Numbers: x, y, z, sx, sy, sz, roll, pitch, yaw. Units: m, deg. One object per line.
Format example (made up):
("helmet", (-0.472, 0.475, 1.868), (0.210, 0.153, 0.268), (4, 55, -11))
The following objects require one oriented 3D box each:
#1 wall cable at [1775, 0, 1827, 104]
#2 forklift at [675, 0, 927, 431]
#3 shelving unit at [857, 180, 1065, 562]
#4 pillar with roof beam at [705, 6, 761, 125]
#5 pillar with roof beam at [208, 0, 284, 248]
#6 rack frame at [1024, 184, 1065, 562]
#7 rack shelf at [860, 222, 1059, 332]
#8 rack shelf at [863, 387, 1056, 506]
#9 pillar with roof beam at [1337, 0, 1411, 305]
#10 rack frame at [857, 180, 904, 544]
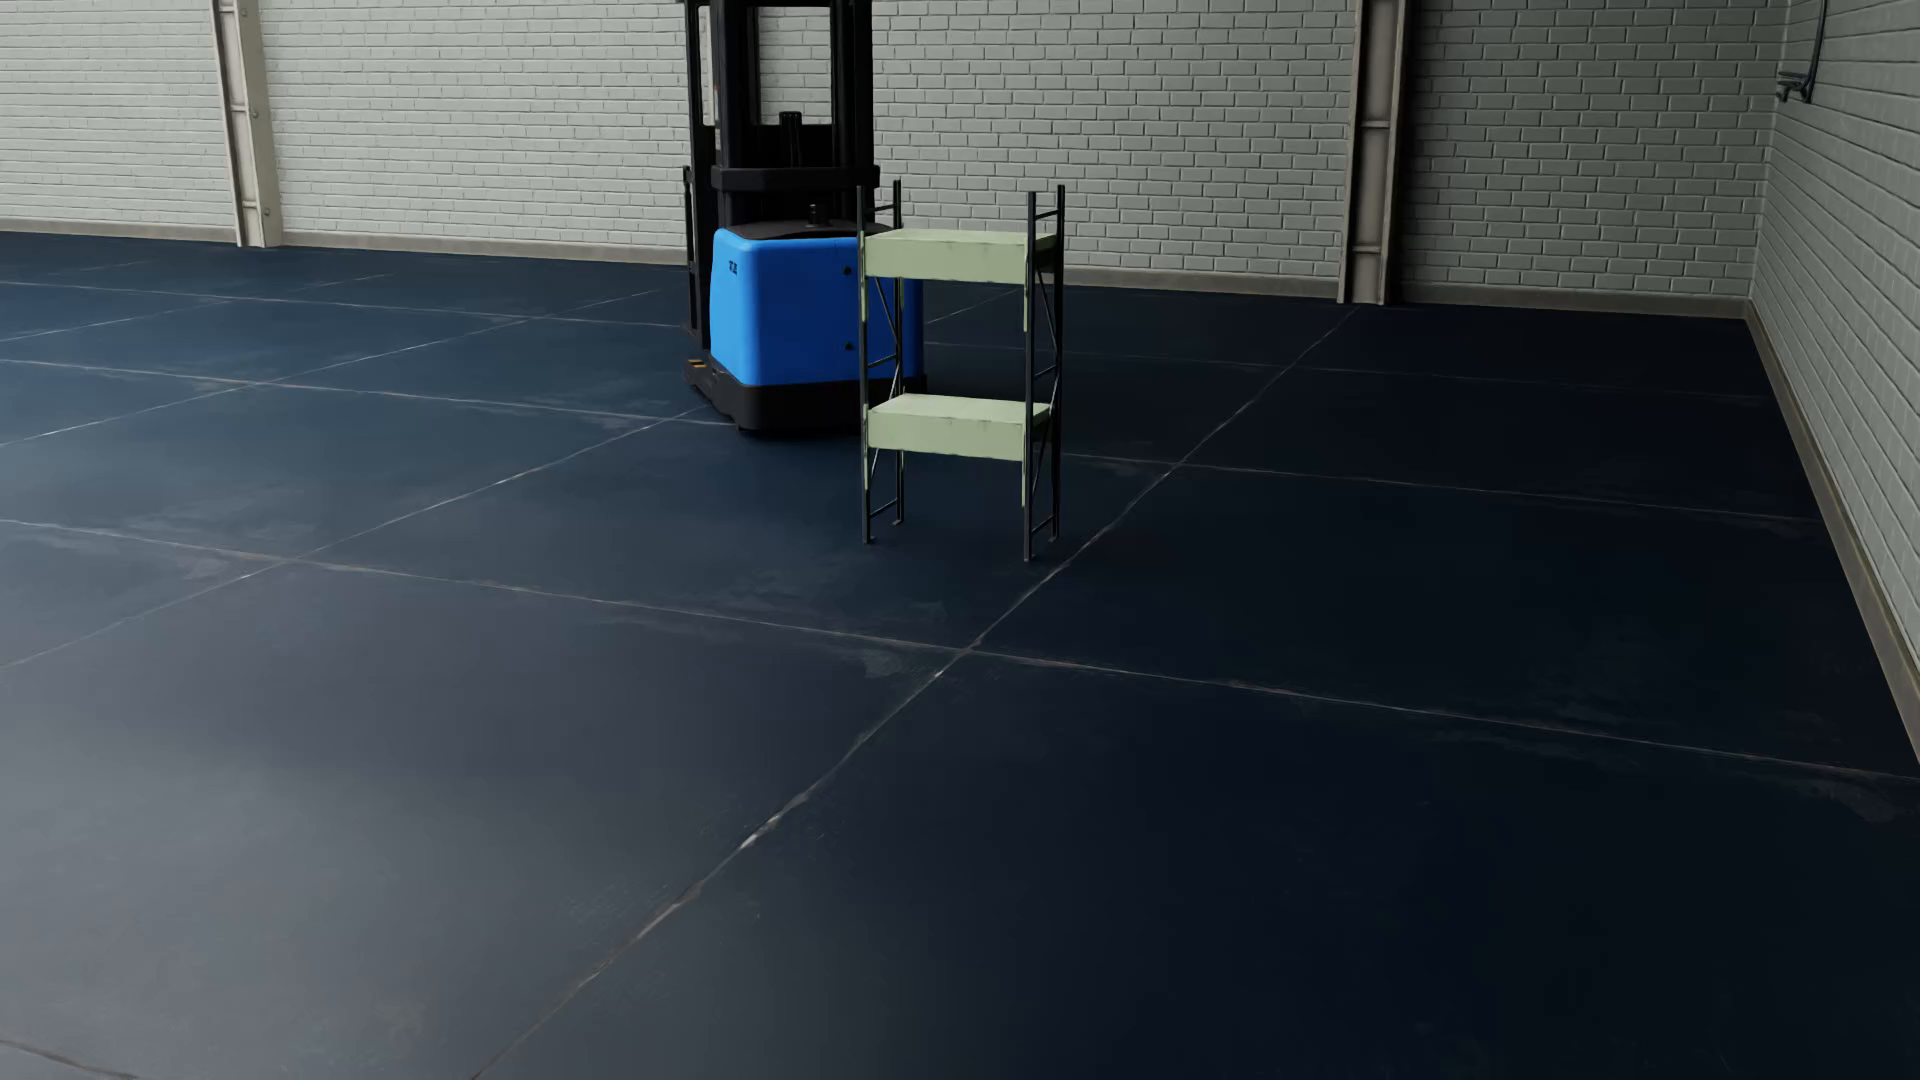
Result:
("wall cable", (5.692, -4.215, 11.121), (0.112, 2.526, 3.097), (6, 17, 21))
("forklift", (-1.126, -2.370, 10.080), (1.130, 2.935, 3.031), (-5, 17, -17))
("shelving unit", (0.006, -0.720, 6.962), (0.755, 1.500, 0.431), (6, 17, 21))
("pillar with roof beam", (-3.724, -5.848, 11.176), (0.400, 9.000, 9.100), (6, 17, 21))
("pillar with roof beam", (-9.306, -6.461, 13.290), (0.400, 9.000, 9.100), (6, 17, 21))
("rack frame", (0.347, -0.682, 6.833), (0.023, 1.500, 0.400), (6, 17, 21))
("rack shelf", (0.006, -1.094, 6.853), (0.720, 0.370, 0.431), (6, 17, 21))
("rack shelf", (0.006, -0.406, 7.053), (0.720, 0.370, 0.431), (6, 17, 21))
("pillar with roof beam", (1.857, -5.234, 9.062), (0.400, 9.000, 9.100), (6, 17, 21))
("rack frame", (-0.334, -0.757, 7.091), (0.023, 1.500, 0.400), (6, 17, 21))
